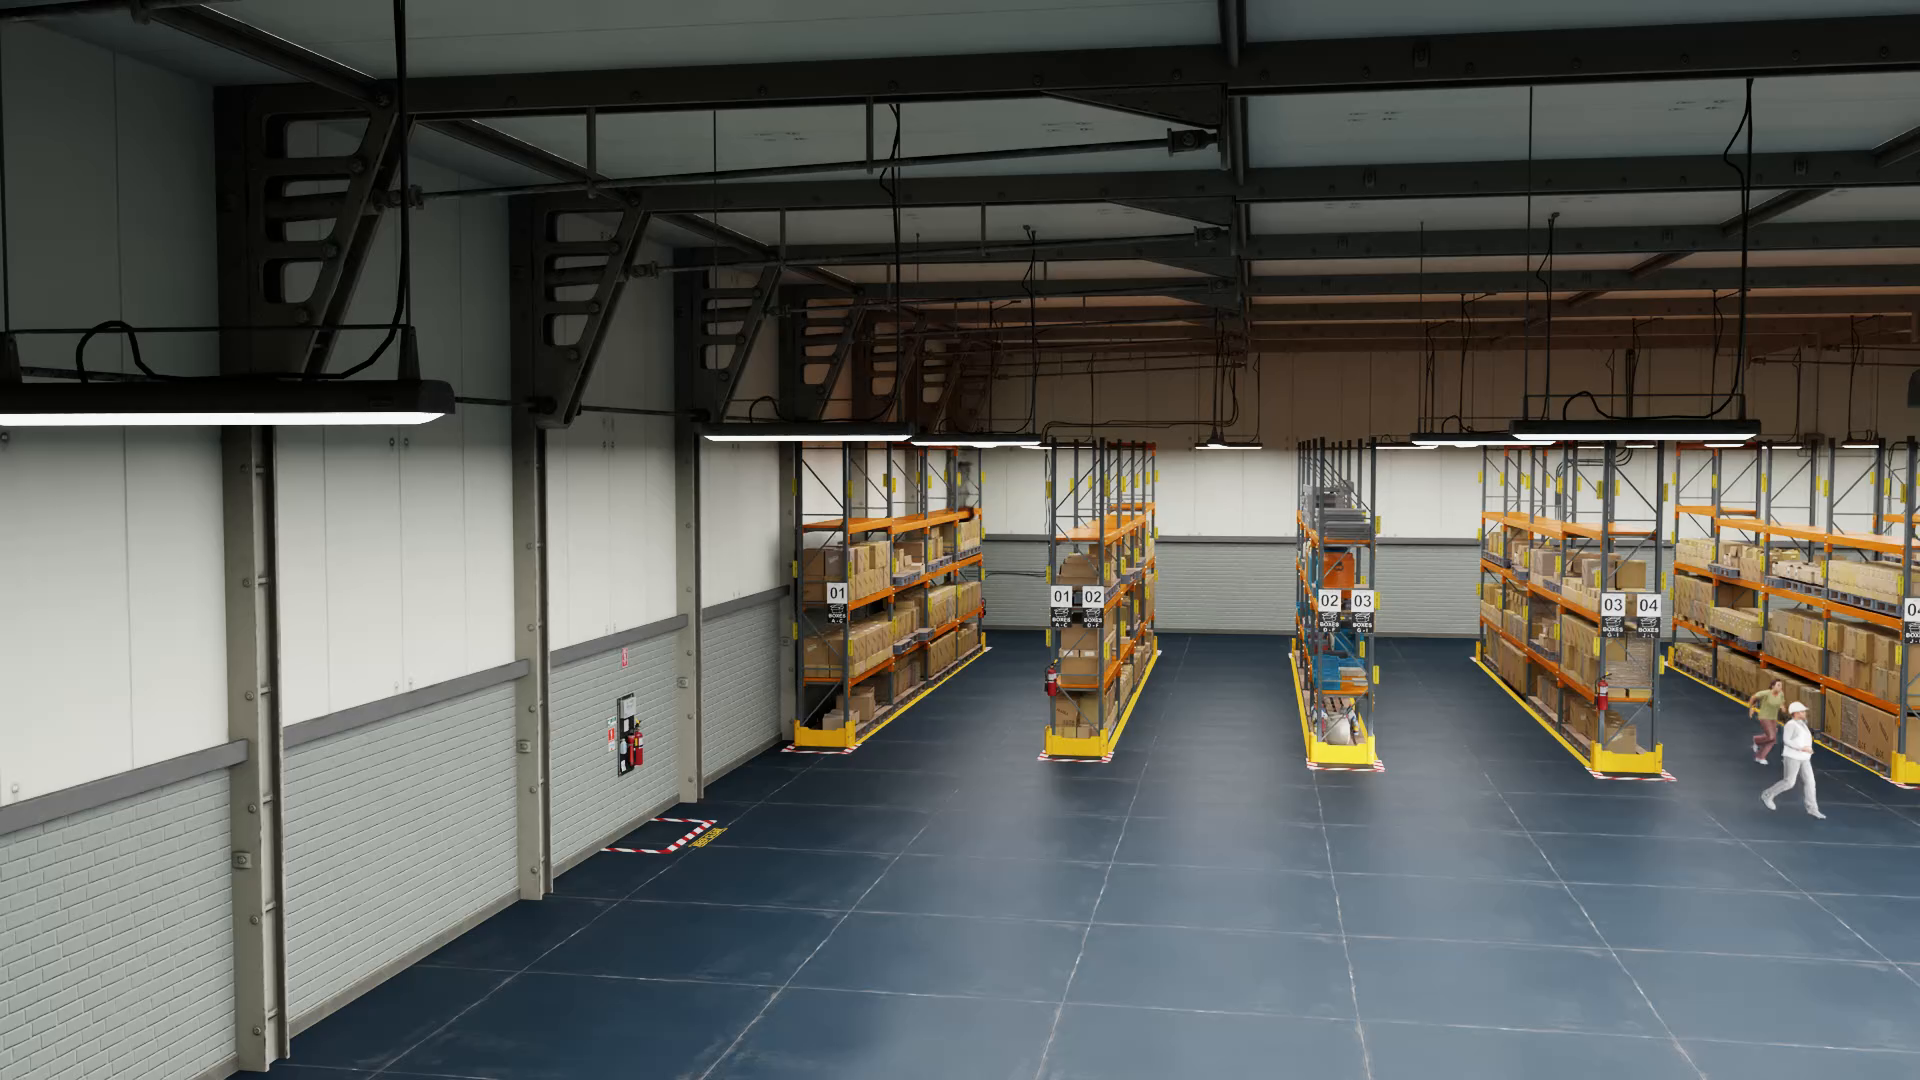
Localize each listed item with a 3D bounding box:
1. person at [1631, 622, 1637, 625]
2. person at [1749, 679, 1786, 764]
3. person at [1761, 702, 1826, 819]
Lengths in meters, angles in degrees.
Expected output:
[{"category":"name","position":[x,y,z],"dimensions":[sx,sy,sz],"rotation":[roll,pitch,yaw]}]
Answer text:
[{"category":"person","position":[17.700,2.638,43.963],"dimensions":[0.591,1.537,0.493],"rotation":[0,3,7]},{"category":"person","position":[14.857,3.321,30.531],"dimensions":[0.570,1.597,0.672],"rotation":[-1,3,-18]},{"category":"person","position":[13.192,3.441,26.193],"dimensions":[0.699,1.773,0.976],"rotation":[-2,4,-38]}]
